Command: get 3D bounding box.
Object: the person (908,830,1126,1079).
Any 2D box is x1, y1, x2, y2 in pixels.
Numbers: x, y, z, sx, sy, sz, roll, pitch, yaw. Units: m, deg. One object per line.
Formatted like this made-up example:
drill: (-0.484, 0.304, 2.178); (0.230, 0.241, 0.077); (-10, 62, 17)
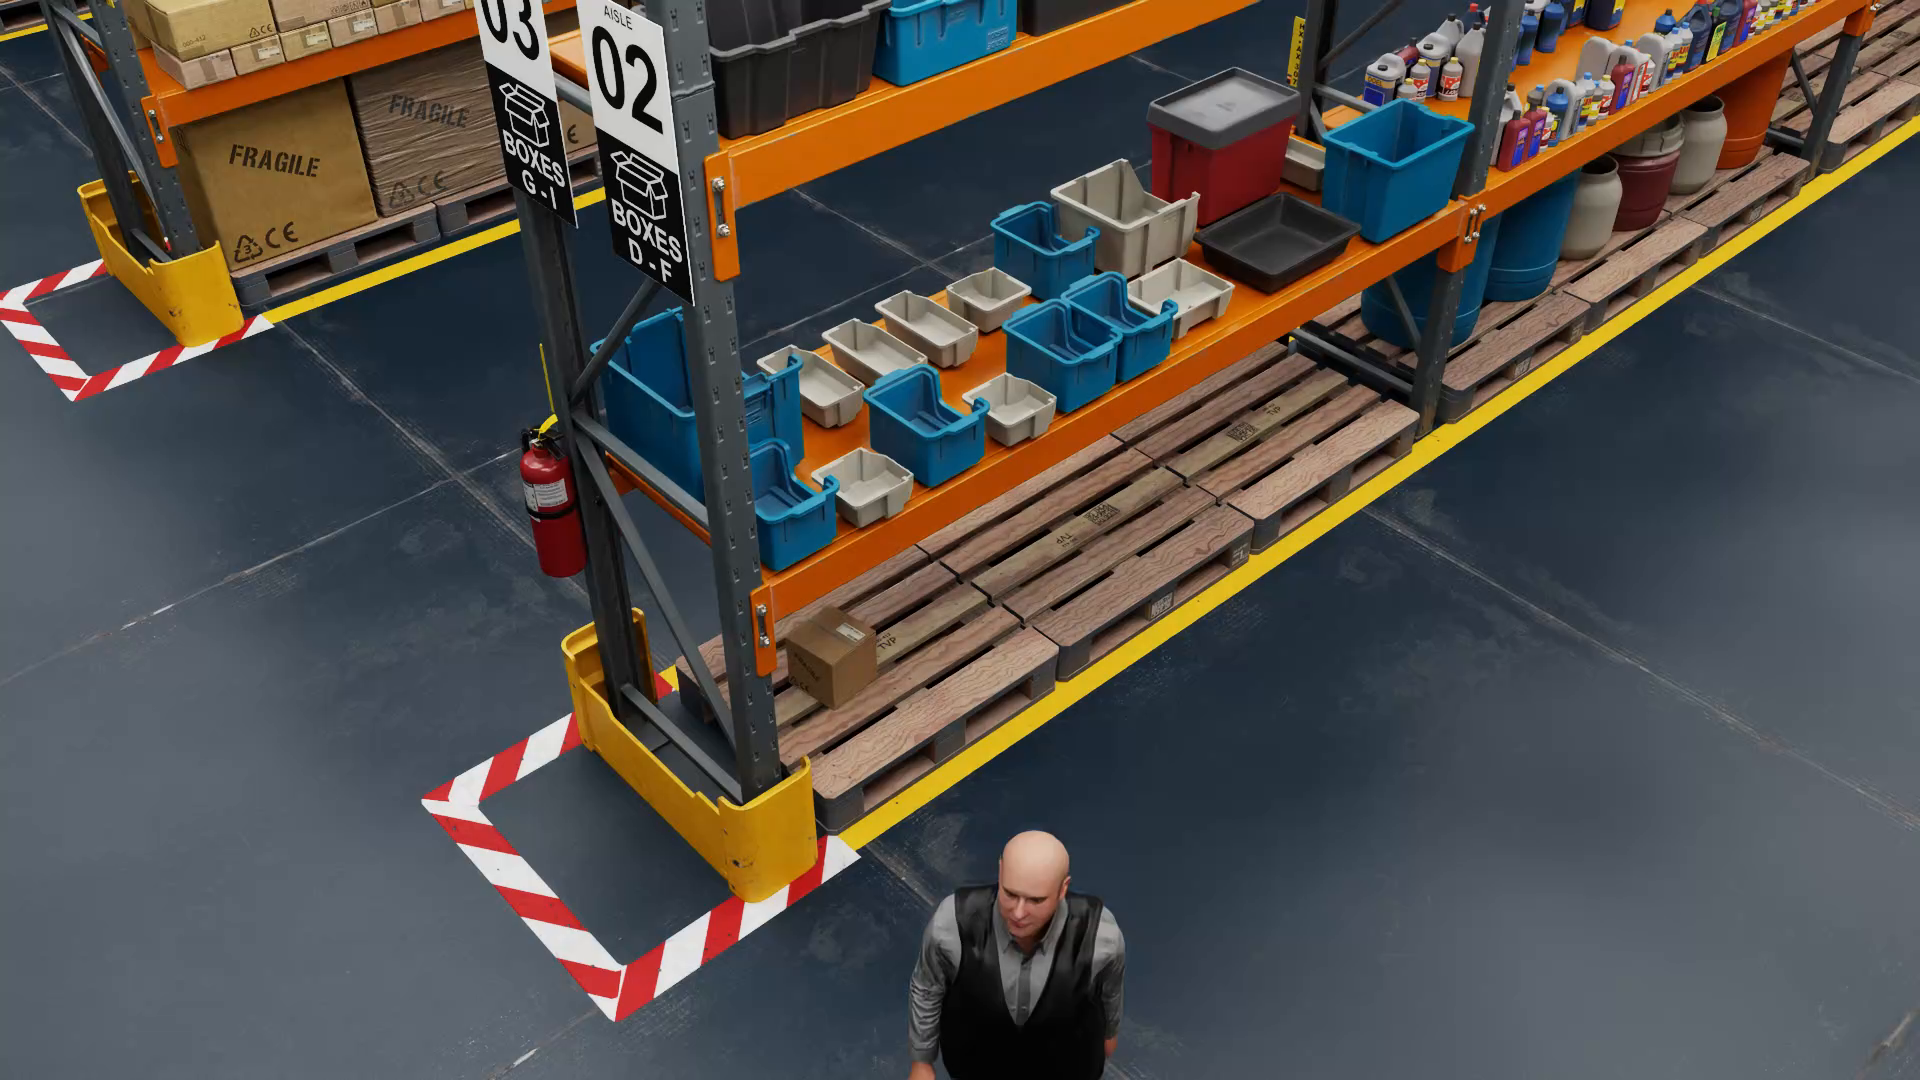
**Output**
person: (0.146, 1.387, 4.524); (0.561, 1.686, 0.963); (7, 40, 8)
